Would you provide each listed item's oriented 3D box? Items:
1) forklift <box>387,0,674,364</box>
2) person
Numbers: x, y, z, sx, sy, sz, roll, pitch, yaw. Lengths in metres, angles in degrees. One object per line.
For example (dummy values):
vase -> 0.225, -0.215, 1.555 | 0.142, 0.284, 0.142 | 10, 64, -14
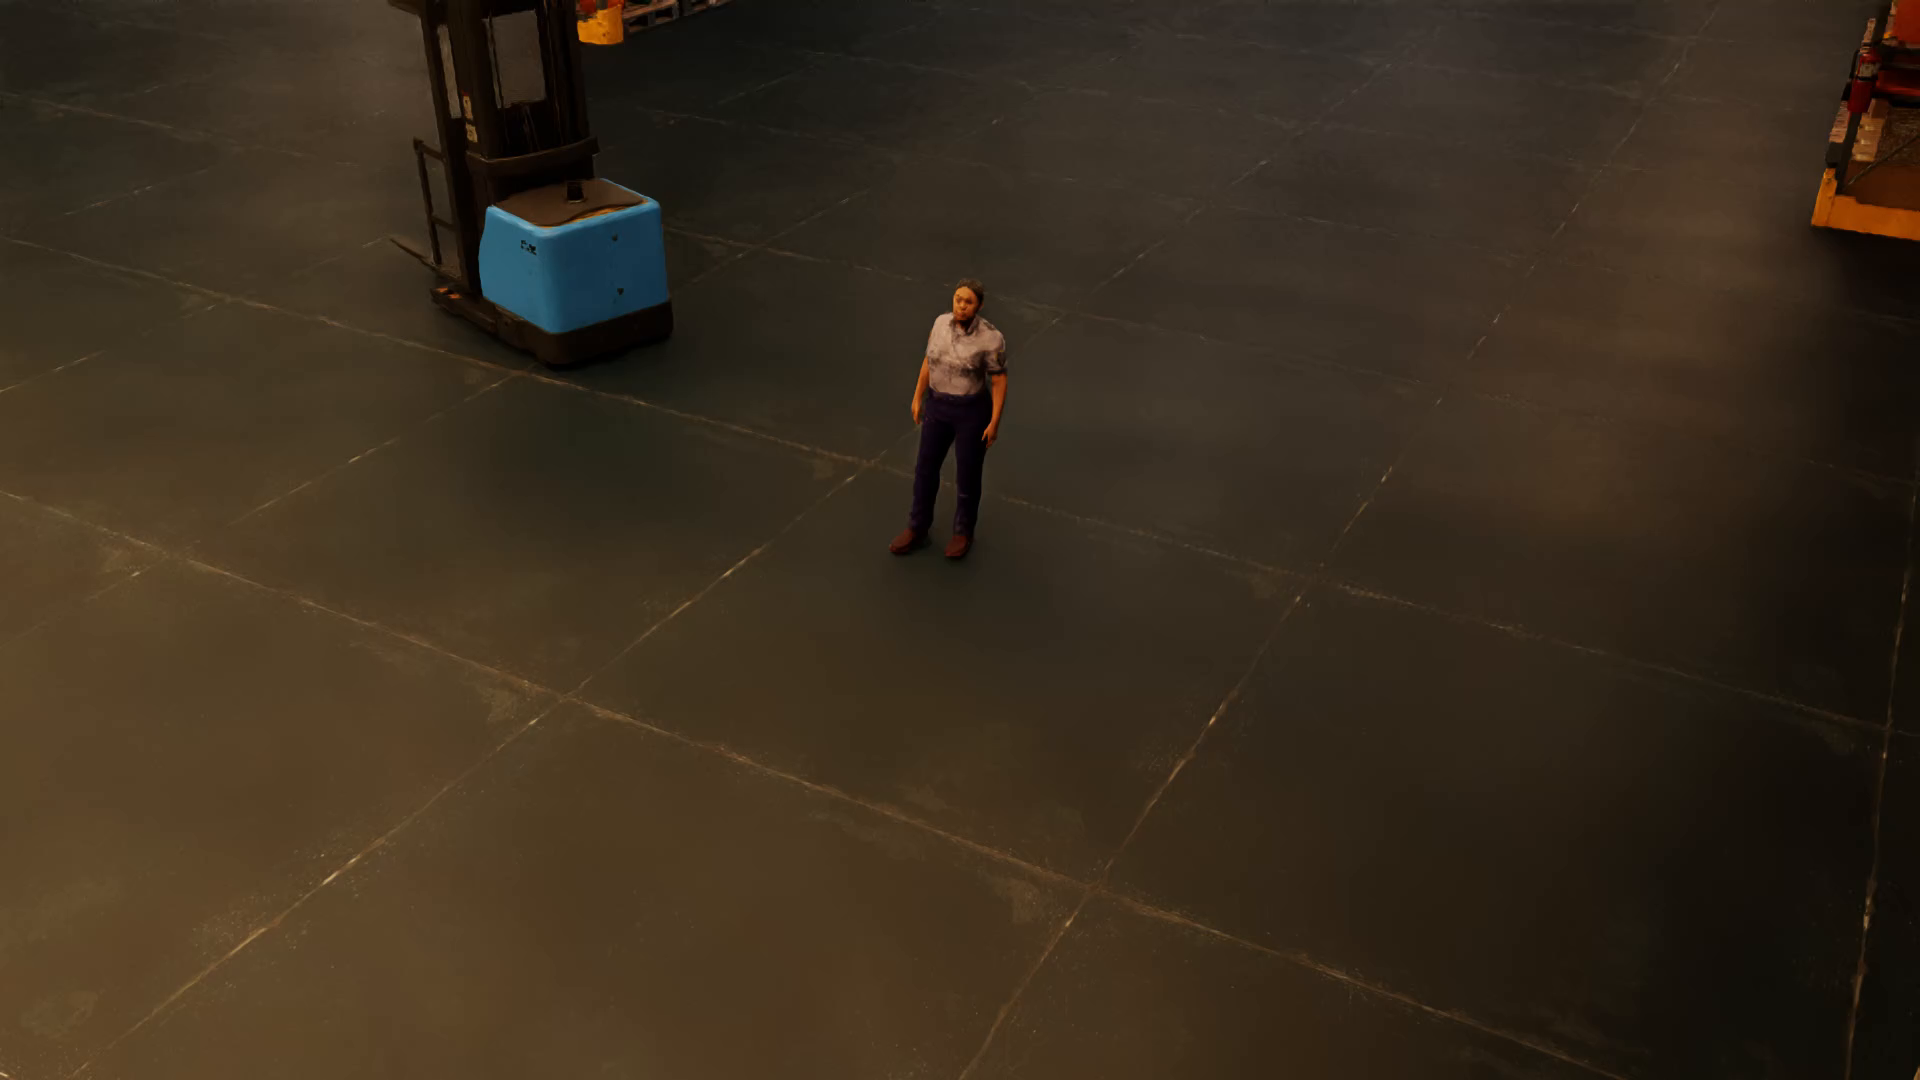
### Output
forklift -> -3.545, -3.192, 12.602 | 1.130, 2.935, 3.031 | -25, 38, -36
person -> -0.063, -0.680, 9.532 | 0.599, 1.637, 0.502 | 15, 33, 25
